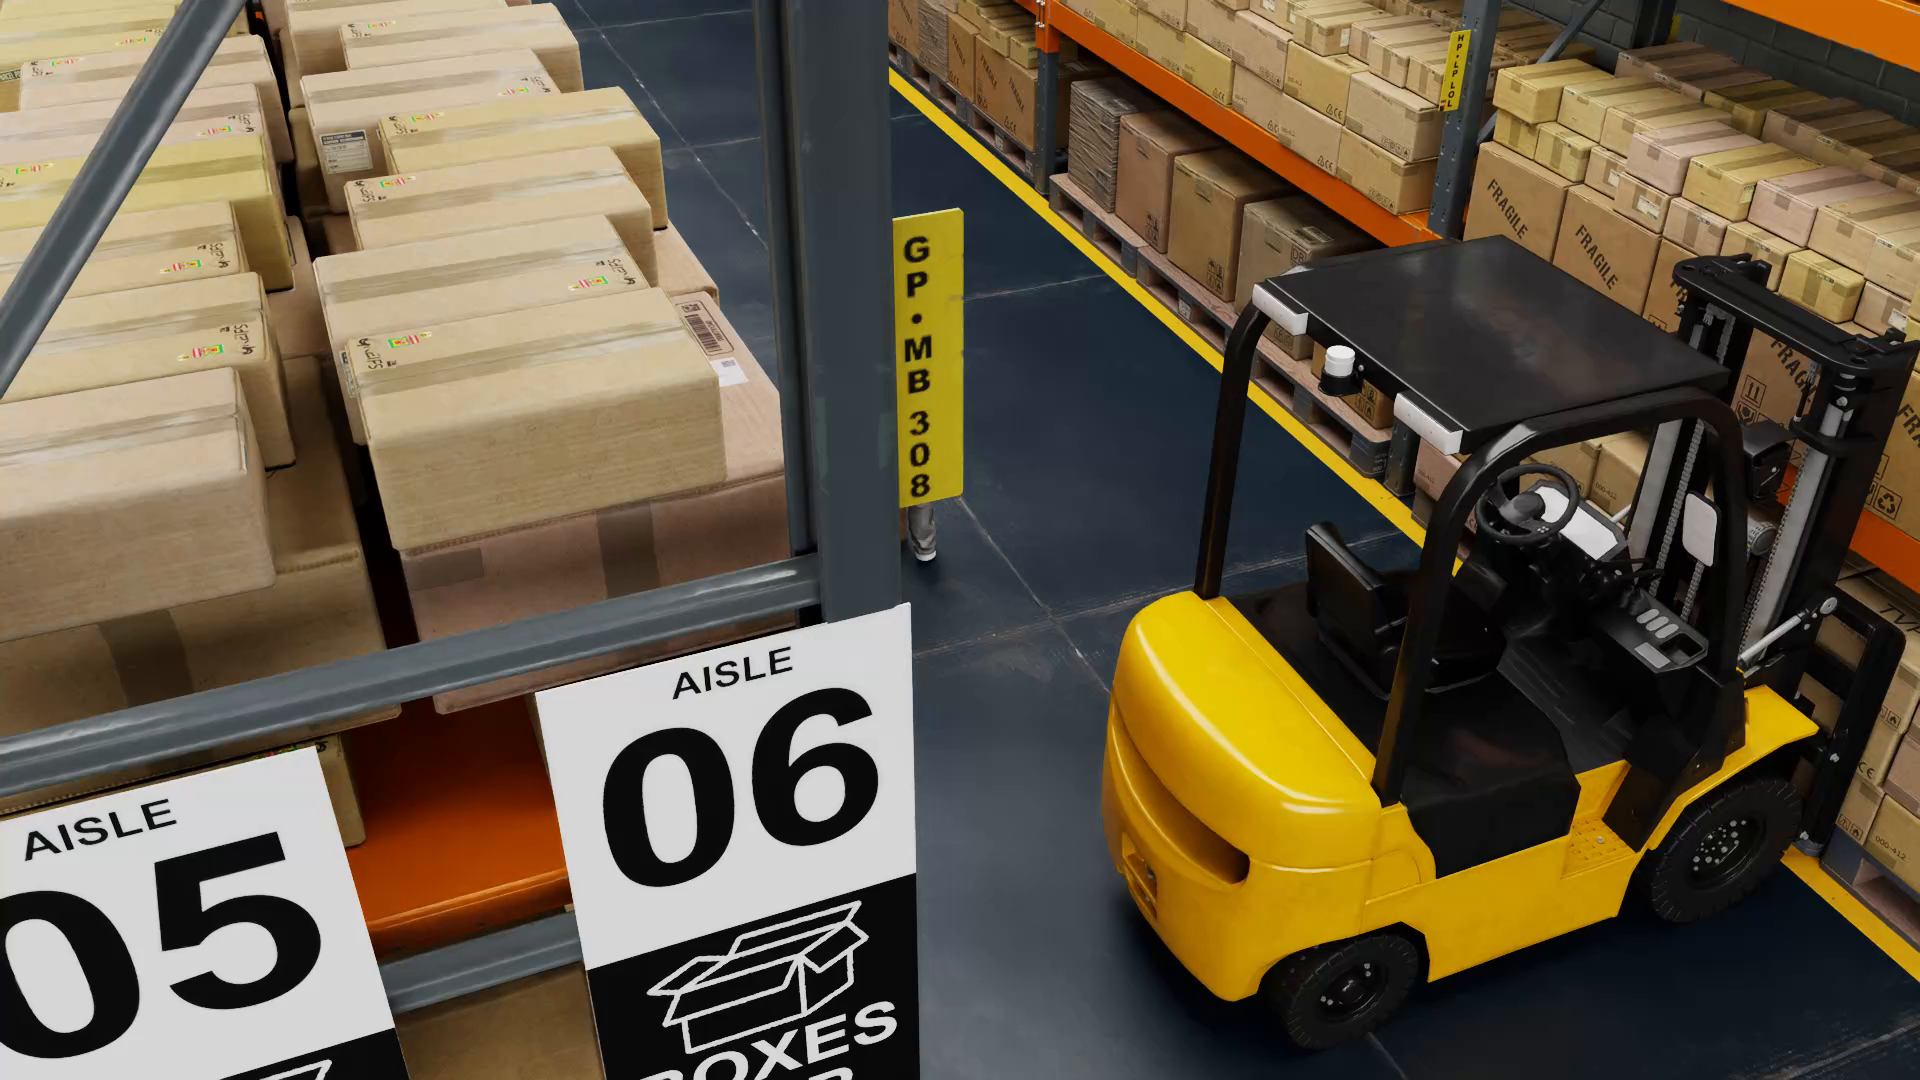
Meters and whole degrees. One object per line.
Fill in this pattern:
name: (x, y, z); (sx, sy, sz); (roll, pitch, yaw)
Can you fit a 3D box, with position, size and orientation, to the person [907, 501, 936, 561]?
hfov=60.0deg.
person: (-0.309, -0.582, 7.016); (0.463, 1.593, 0.364); (-13, 36, -19)
